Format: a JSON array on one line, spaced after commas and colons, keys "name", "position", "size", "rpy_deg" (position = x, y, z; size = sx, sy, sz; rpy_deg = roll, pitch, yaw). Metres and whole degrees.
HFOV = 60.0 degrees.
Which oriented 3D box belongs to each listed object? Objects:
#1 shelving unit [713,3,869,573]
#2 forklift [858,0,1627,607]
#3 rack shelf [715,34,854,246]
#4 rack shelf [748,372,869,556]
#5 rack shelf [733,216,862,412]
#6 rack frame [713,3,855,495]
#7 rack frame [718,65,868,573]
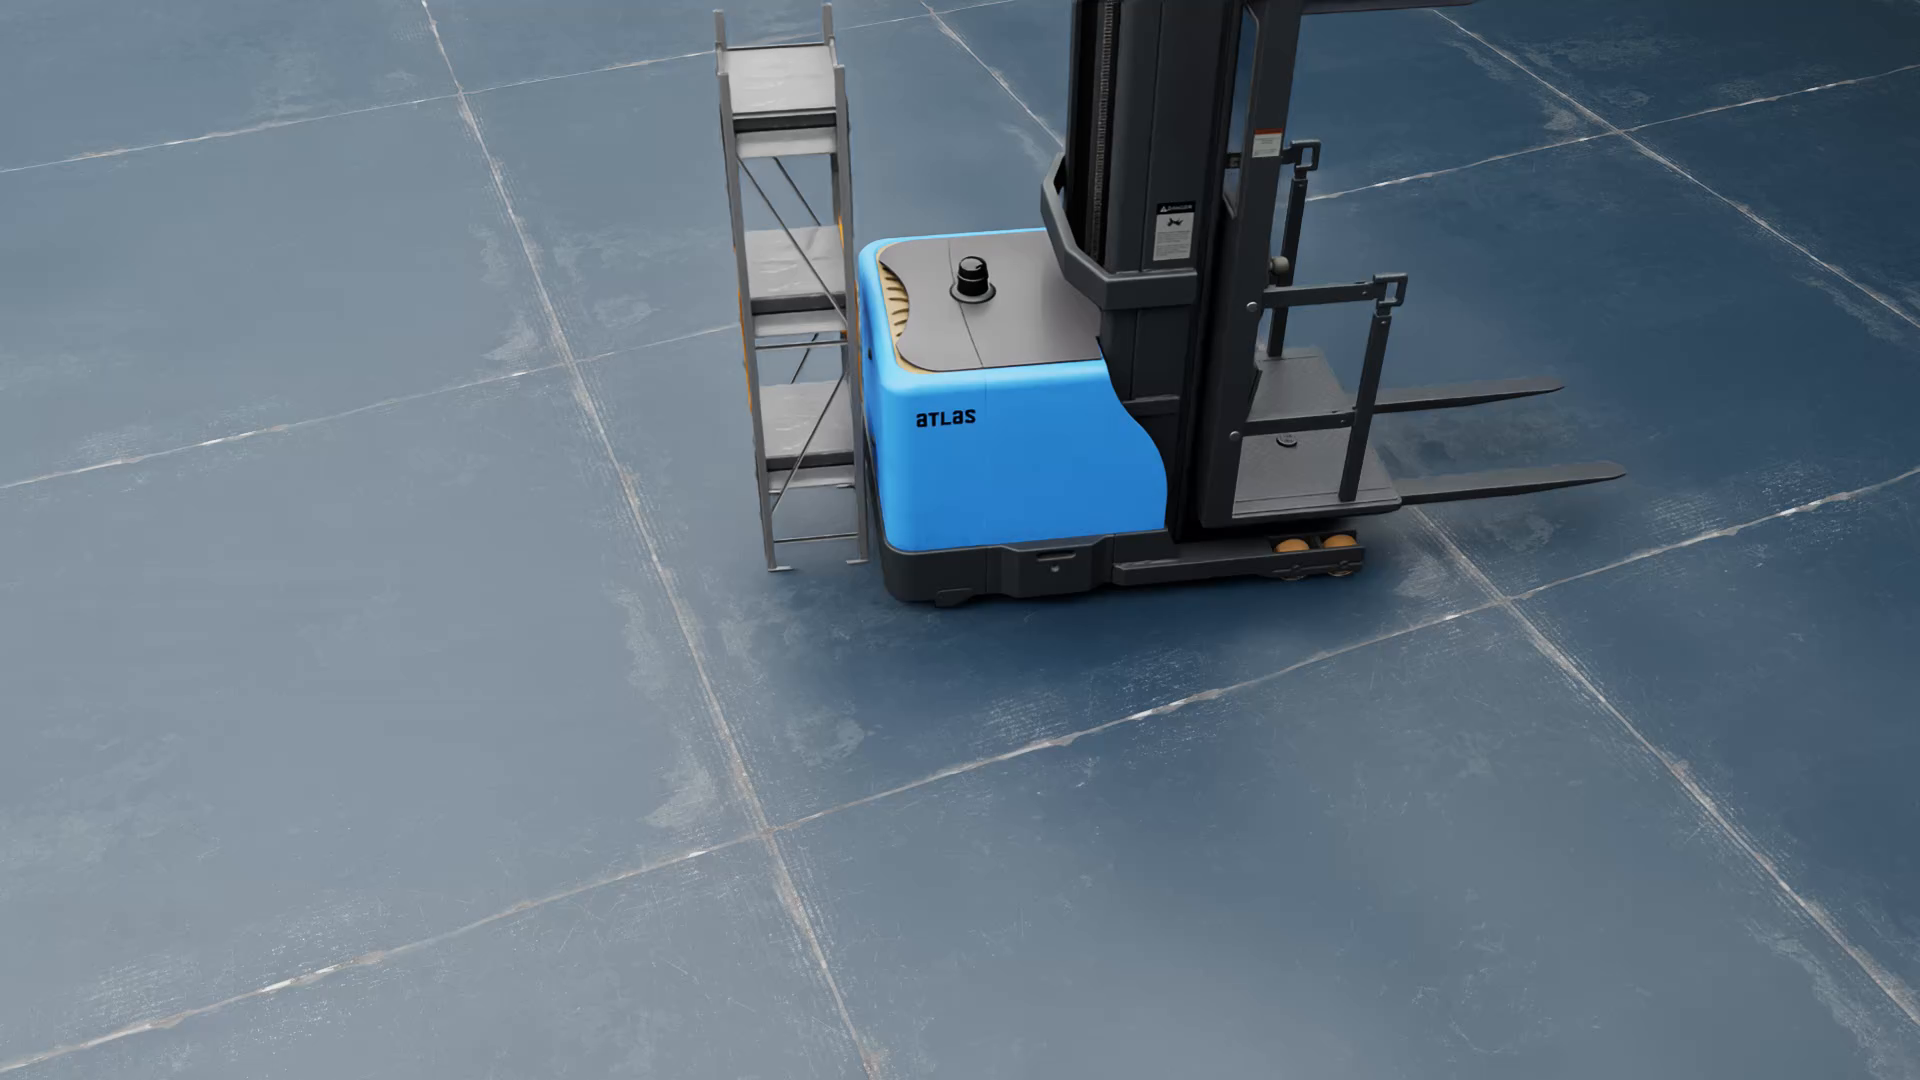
[{"name": "shelving unit", "position": [-0.599, -0.848, 6.125], "size": [0.431, 2.100, 0.503], "rpy_deg": [-5, 41, -6]}, {"name": "forklift", "position": [1.152, -1.289, 6.001], "size": [3.031, 2.935, 1.130], "rpy_deg": [-5, 41, -6]}, {"name": "rack shelf", "position": [-0.599, -1.368, 5.678], "size": [0.431, 0.518, 0.480], "rpy_deg": [-5, 41, -6]}, {"name": "rack shelf", "position": [-0.599, -0.307, 6.591], "size": [0.431, 0.518, 0.480], "rpy_deg": [-5, 41, -6]}, {"name": "rack shelf", "position": [-0.599, -0.837, 6.134], "size": [0.431, 0.518, 0.480], "rpy_deg": [-5, 41, -6]}, {"name": "rack frame", "position": [-0.634, -1.005, 6.308], "size": [0.400, 2.100, 0.015], "rpy_deg": [-5, 41, -6]}, {"name": "rack frame", "position": [-0.565, -0.690, 5.942], "size": [0.400, 2.100, 0.015], "rpy_deg": [-5, 41, -6]}]
